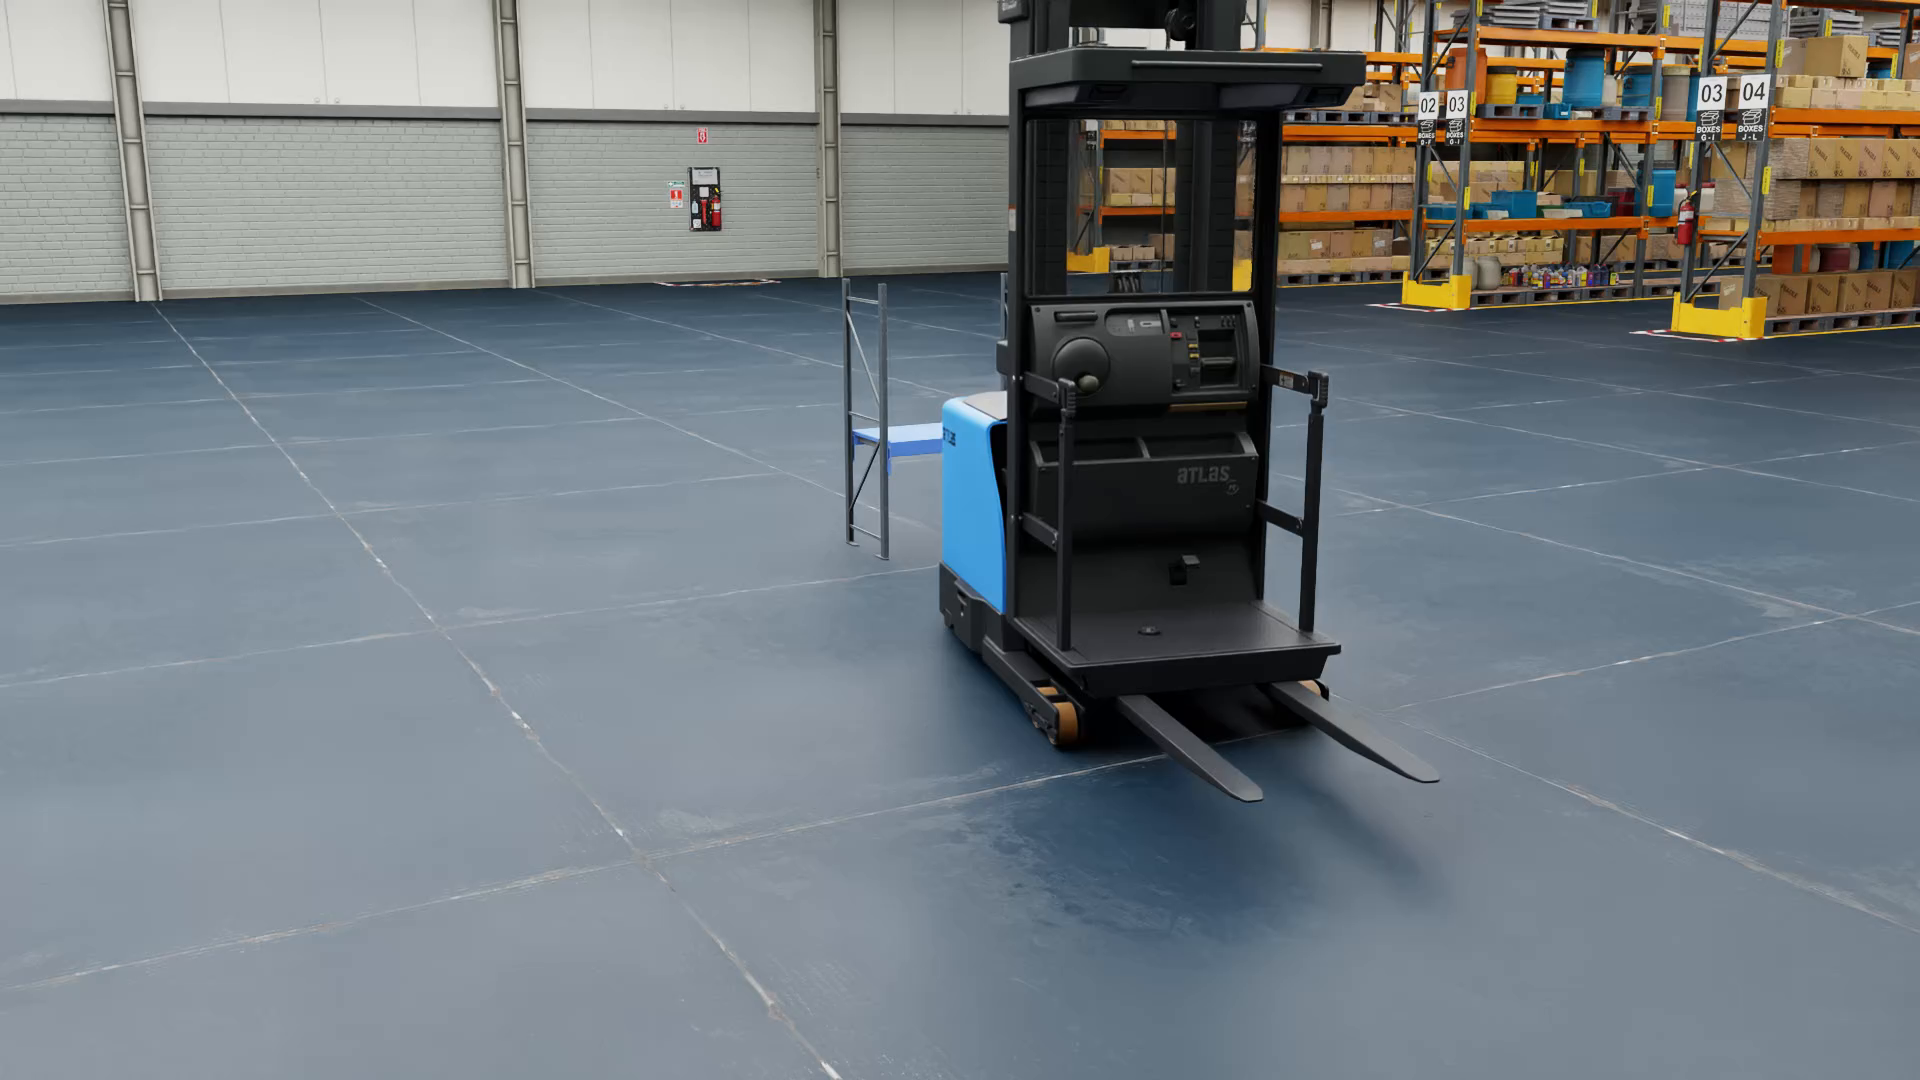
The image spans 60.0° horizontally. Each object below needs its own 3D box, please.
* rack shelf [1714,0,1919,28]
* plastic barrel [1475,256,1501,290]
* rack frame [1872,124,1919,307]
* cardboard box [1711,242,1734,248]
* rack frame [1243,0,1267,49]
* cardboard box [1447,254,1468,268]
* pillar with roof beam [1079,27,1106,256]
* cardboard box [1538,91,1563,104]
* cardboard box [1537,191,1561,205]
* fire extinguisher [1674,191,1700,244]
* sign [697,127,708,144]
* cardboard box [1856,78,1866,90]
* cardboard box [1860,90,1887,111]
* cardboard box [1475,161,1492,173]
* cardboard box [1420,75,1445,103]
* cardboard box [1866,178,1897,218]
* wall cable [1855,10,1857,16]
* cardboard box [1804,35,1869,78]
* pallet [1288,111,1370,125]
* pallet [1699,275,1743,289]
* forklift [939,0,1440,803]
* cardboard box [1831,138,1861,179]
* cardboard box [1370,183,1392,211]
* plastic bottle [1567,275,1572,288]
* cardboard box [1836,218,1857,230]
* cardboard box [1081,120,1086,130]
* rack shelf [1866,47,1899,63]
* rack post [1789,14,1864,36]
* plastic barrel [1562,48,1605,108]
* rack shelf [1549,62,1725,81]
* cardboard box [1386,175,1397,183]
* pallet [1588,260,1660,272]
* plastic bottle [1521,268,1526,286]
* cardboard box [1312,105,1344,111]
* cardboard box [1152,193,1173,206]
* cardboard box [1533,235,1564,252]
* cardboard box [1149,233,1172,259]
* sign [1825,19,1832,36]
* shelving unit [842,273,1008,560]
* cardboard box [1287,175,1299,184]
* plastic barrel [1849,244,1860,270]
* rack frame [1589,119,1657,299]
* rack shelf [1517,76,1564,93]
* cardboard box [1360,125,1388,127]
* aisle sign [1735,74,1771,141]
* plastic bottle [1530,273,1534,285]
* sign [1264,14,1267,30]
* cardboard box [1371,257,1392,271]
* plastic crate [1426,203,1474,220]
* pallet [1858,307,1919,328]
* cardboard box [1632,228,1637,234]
[{"bbox_3d":[11.424,-6.895,21.396,4.000,0.370,1.077,-7,14,-28],"label":"rack shelf"},{"bbox_3d":[8.276,-4.192,26.116,0.421,0.512,0.421,0,13,0],"label":"plastic barrel"},{"bbox_3d":[13.180,-4.531,22.910,0.127,3.000,1.000,-7,14,-28],"label":"rack frame"},{"bbox_3d":[16.481,-6.378,36.241,0.500,0.311,0.500,-7,14,-28],"label":"cardboard box"},{"bbox_3d":[6.059,-10.321,34.977,0.127,3.000,1.000,-7,14,-28],"label":"rack frame"},{"bbox_3d":[9.358,-5.352,31.865,0.500,0.250,0.500,-6,14,-26],"label":"cardboard box"},{"bbox_3d":[4.811,-9.311,30.488,0.400,9.000,9.100,-7,14,-28],"label":"pillar with roof beam"},{"bbox_3d":[13.841,-10.267,39.016,0.500,0.500,0.500,-7,14,-28],"label":"cardboard box"},{"bbox_3d":[11.607,-6.788,33.142,0.500,0.311,0.500,-6,14,-24],"label":"cardboard box"},{"bbox_3d":[9.347,-4.149,21.390,0.183,0.674,0.296,-7,14,-28],"label":"fire extinguisher"},{"bbox_3d":[-4.760,-7.480,30.733,0.199,0.298,0.001,-7,14,-28],"label":"sign"},{"bbox_3d":[11.376,-5.845,21.350,0.250,0.149,0.380,-7,14,-28],"label":"cardboard box"},{"bbox_3d":[11.556,-5.664,21.454,0.500,0.250,0.500,-6,14,-26],"label":"cardboard box"},{"bbox_3d":[11.893,-8.602,38.340,0.500,0.250,0.500,-7,14,-27],"label":"cardboard box"},{"bbox_3d":[8.997,-8.459,31.208,0.500,0.500,0.500,-7,14,-27],"label":"cardboard box"},{"bbox_3d":[11.909,-4.572,22.186,0.500,0.500,0.875,-7,14,-28],"label":"cardboard box"},{"bbox_3d":[23.024,-12.538,40.394,0.112,2.526,3.097,-7,14,-28],"label":"wall cable"},{"bbox_3d":[11.101,-6.115,21.075,0.500,0.500,0.500,-7,14,-28],"label":"cardboard box"},{"bbox_3d":[6.630,-7.638,30.088,1.213,0.211,1.003,-7,14,-28],"label":"pallet"},{"bbox_3d":[13.619,-4.472,28.999,1.213,0.211,1.003,-7,14,-28],"label":"pallet"},{"bbox_3d":[0.788,-0.757,6.298,1.130,2.935,3.031,-3,13,-15],"label":"forklift"},{"bbox_3d":[11.162,-4.901,21.373,0.500,0.500,0.500,-7,14,-28],"label":"cardboard box"},{"bbox_3d":[7.590,-6.385,30.919,0.500,0.500,0.700,-7,14,-28],"label":"cardboard box"},{"bbox_3d":[9.692,-4.123,26.471,0.097,0.201,0.097,0,13,0],"label":"plastic bottle"},{"bbox_3d":[11.396,-4.111,21.615,0.250,0.149,0.380,-7,14,-28],"label":"cardboard box"},{"bbox_3d":[2.793,-8.589,33.835,0.500,0.500,0.500,-6,14,-24],"label":"cardboard box"},{"bbox_3d":[16.073,-8.497,29.421,4.000,0.370,1.077,-7,14,-28],"label":"rack shelf"},{"bbox_3d":[14.934,-8.880,28.745,0.937,0.300,0.954,-7,14,-28],"label":"rack post"},{"bbox_3d":[9.881,-7.314,26.348,0.708,0.901,0.600,-7,14,-28],"label":"plastic barrel"},{"bbox_3d":[13.703,-9.452,33.664,4.000,0.370,1.077,-7,14,-28],"label":"rack shelf"},{"bbox_3d":[7.854,-6.682,30.764,0.250,0.149,0.380,-7,15,-30],"label":"cardboard box"},{"bbox_3d":[13.690,-5.699,34.454,1.213,0.211,1.003,-7,14,-28],"label":"pallet"},{"bbox_3d":[9.054,-4.264,26.926,0.135,0.276,0.152,-7,15,-29],"label":"plastic bottle"},{"bbox_3d":[6.514,-7.927,29.666,0.500,0.500,0.500,-7,14,-28],"label":"cardboard box"},{"bbox_3d":[4.028,-7.010,34.224,0.500,0.250,0.500,-7,15,-29],"label":"cardboard box"},{"bbox_3d":[11.605,-5.896,33.003,0.500,0.311,0.500,-6,14,-26],"label":"cardboard box"},{"bbox_3d":[4.367,-6.152,34.804,0.500,0.500,0.700,-8,15,-31],"label":"cardboard box"},{"bbox_3d":[14.587,-8.570,27.930,0.005,0.325,0.100,-7,14,-28],"label":"sign"},{"bbox_3d":[-0.075,-0.723,9.405,1.048,1.500,0.538,-7,14,-28],"label":"shelving unit"},{"bbox_3d":[5.823,-6.439,29.683,0.250,0.149,0.380,-7,14,-28],"label":"cardboard box"},{"bbox_3d":[16.183,-5.148,30.360,0.421,0.512,0.421,0,13,0],"label":"plastic barrel"},{"bbox_3d":[10.806,-5.485,27.152,0.127,3.000,1.000,-7,14,-28],"label":"rack frame"},{"bbox_3d":[14.837,-10.827,39.774,4.000,0.370,1.077,-7,14,-28],"label":"rack shelf"},{"bbox_3d":[9.068,-9.117,36.616,0.500,0.311,0.500,-7,14,-28],"label":"cardboard box"},{"bbox_3d":[9.758,-5.314,20.469,0.004,0.787,0.394,-7,14,-28],"label":"aisle sign"},{"bbox_3d":[9.293,-4.227,26.932,0.097,0.201,0.097,0,13,0],"label":"plastic bottle"},{"bbox_3d":[6.303,-10.709,34.392,0.005,0.325,0.100,-7,14,-28],"label":"sign"},{"bbox_3d":[7.690,-5.162,31.022,0.500,0.250,0.500,-7,14,-28],"label":"cardboard box"},{"bbox_3d":[7.591,-5.102,25.788,0.616,0.251,0.499,-7,14,-28],"label":"plastic crate"},{"bbox_3d":[12.607,-3.093,22.872,1.213,0.211,1.003,-7,14,-28],"label":"pallet"},{"bbox_3d":[14.039,-6.534,34.794,0.500,0.250,0.500,-7,14,-28],"label":"cardboard box"}]
